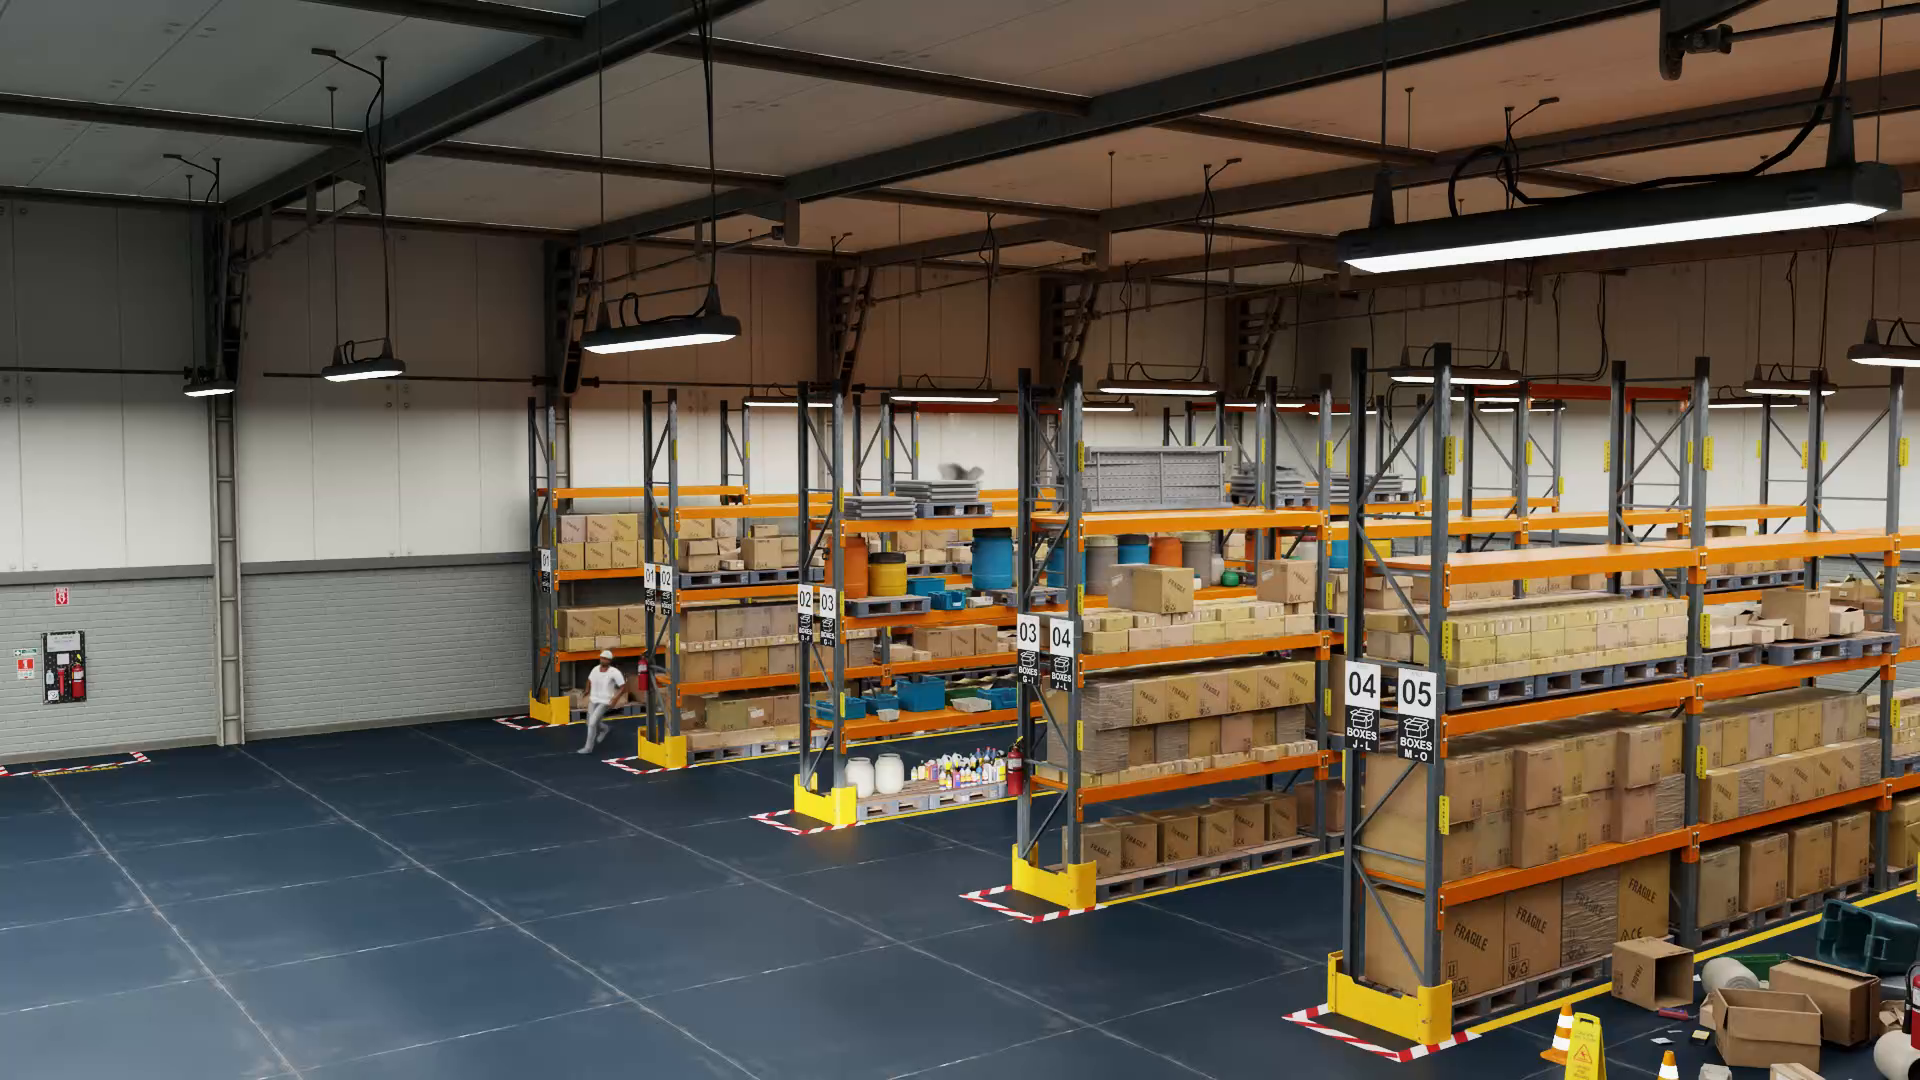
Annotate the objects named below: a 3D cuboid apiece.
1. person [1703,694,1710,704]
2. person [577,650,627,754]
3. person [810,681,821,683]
[{"bbox_3d":[10.414,2.887,23.536,0.575,1.741,0.639,-3,4,-40],"label":"person"},{"bbox_3d":[-5.933,2.680,27.621,0.757,1.710,0.782,2,4,27],"label":"person"},{"bbox_3d":[-2.655,2.530,30.950,0.713,1.684,0.595,-3,5,-43],"label":"person"}]
